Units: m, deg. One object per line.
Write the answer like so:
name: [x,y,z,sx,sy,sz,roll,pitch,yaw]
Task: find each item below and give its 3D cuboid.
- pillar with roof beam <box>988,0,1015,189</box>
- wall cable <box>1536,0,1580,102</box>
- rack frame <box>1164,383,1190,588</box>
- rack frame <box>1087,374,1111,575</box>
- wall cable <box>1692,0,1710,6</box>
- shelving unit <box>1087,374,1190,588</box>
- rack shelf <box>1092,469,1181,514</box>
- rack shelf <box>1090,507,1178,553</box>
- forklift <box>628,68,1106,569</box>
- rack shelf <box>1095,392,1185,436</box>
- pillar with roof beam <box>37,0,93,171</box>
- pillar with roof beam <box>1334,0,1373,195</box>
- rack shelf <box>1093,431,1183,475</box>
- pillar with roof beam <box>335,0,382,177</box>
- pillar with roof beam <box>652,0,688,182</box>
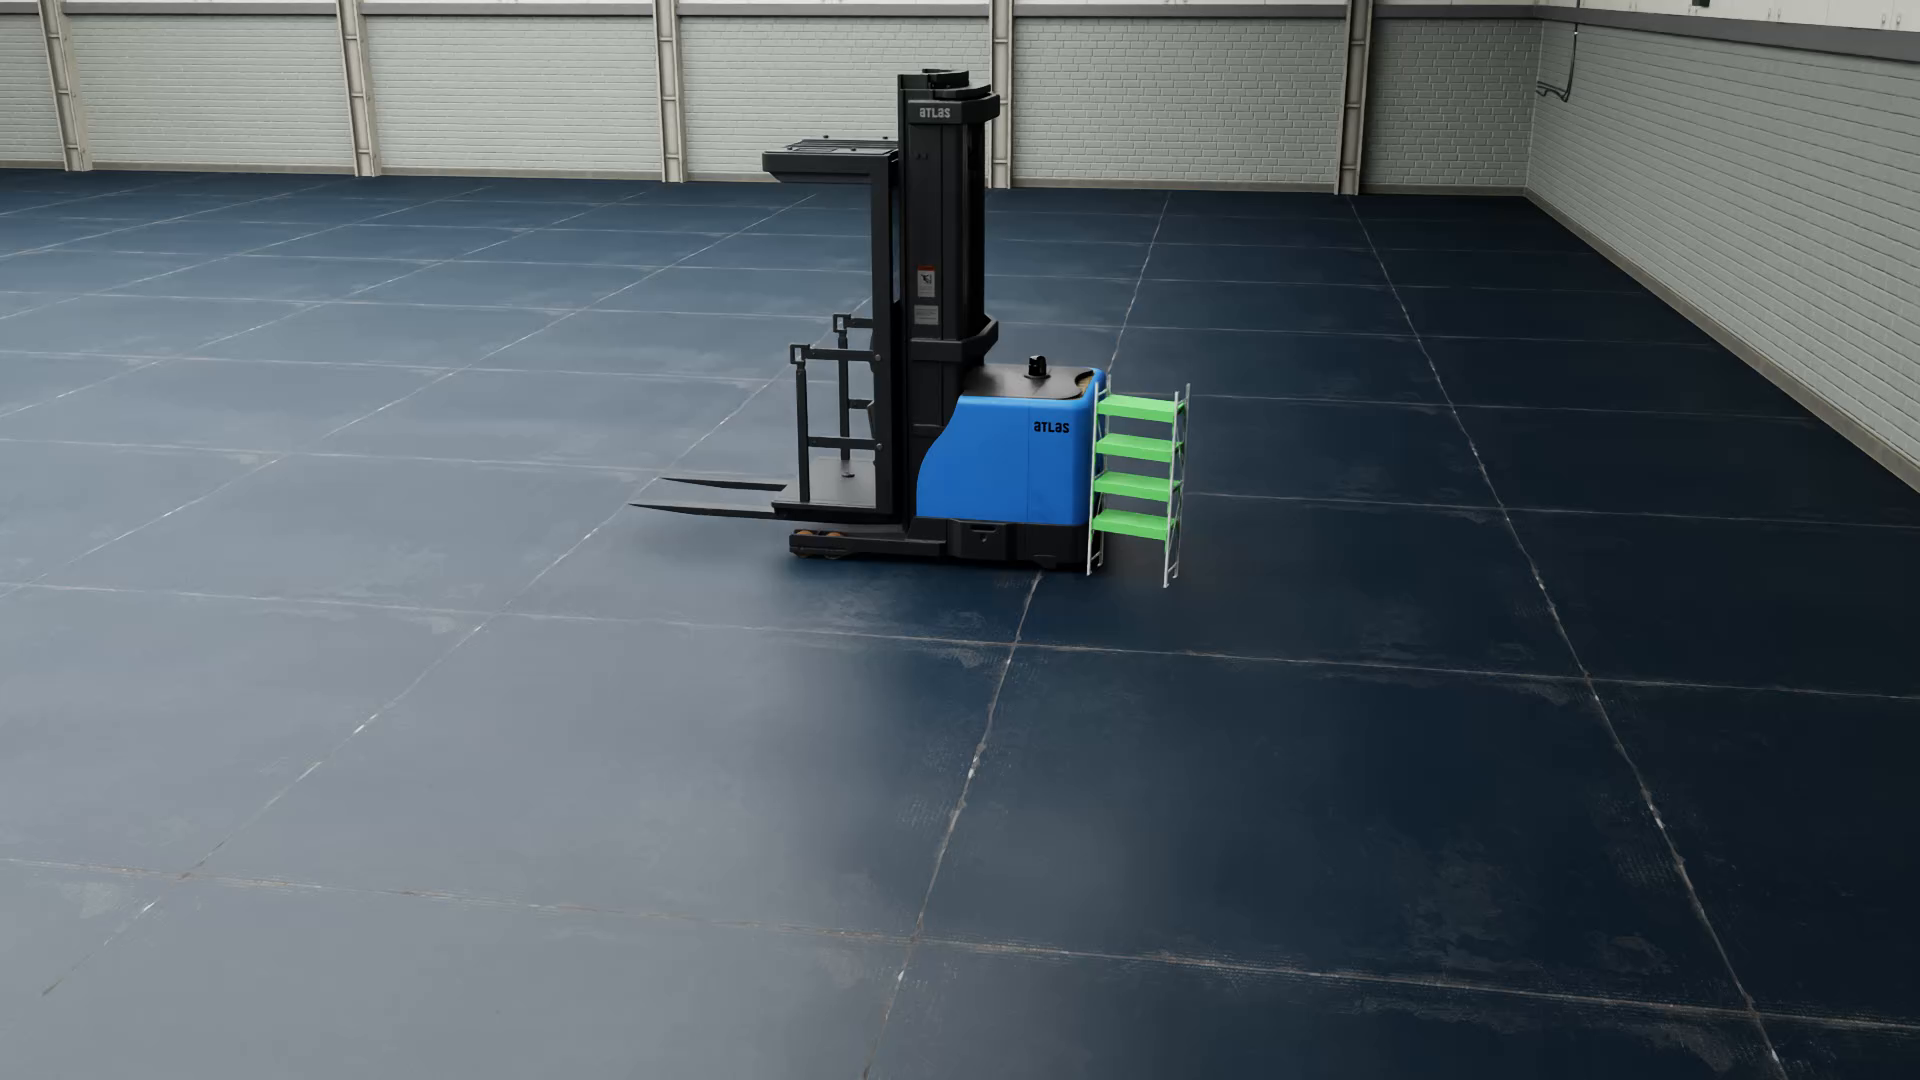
pillar with roof beam: [0.035,-9.178,24.052,0.400,9.000,9.100,3,19,9]
wall cable: [9.341,-8.190,25.991,0.112,2.526,3.097,3,19,9]
rack frame: [1.285,-0.317,9.859,0.015,1.200,0.240,9,21,23]
rack frame: [0.840,-0.389,10.046,0.015,1.200,0.240,9,21,23]
wall cable: [7.819,-8.302,16.073,0.169,6.003,2.305,3,19,9]
shelving unit: [1.063,-0.353,9.952,0.503,1.200,0.258,9,21,23]
rack shelf: [1.062,-0.292,9.973,0.480,0.148,0.258,9,21,23]
rack shelf: [1.058,-0.065,10.051,0.480,0.148,0.258,9,21,23]
forklift: [-0.614,-1.428,10.452,3.031,2.935,1.130,4,19,10]
rack shelf: [1.069,-0.746,9.817,0.480,0.148,0.258,9,21,23]
pillar with roof beam: [-17.737,-10.084,26.759,0.400,9.000,9.100,3,19,9]
pillar with roof beam: [5.959,-8.876,23.149,0.400,9.000,9.100,3,19,9]
rack shelf: [1.066,-0.519,9.895,0.480,0.148,0.258,9,21,23]
pillar with roof beam: [-11.813,-9.782,25.857,0.400,9.000,9.100,3,19,9]
pillar with roof beam: [-5.889,-9.480,24.954,0.400,9.000,9.100,3,19,9]
